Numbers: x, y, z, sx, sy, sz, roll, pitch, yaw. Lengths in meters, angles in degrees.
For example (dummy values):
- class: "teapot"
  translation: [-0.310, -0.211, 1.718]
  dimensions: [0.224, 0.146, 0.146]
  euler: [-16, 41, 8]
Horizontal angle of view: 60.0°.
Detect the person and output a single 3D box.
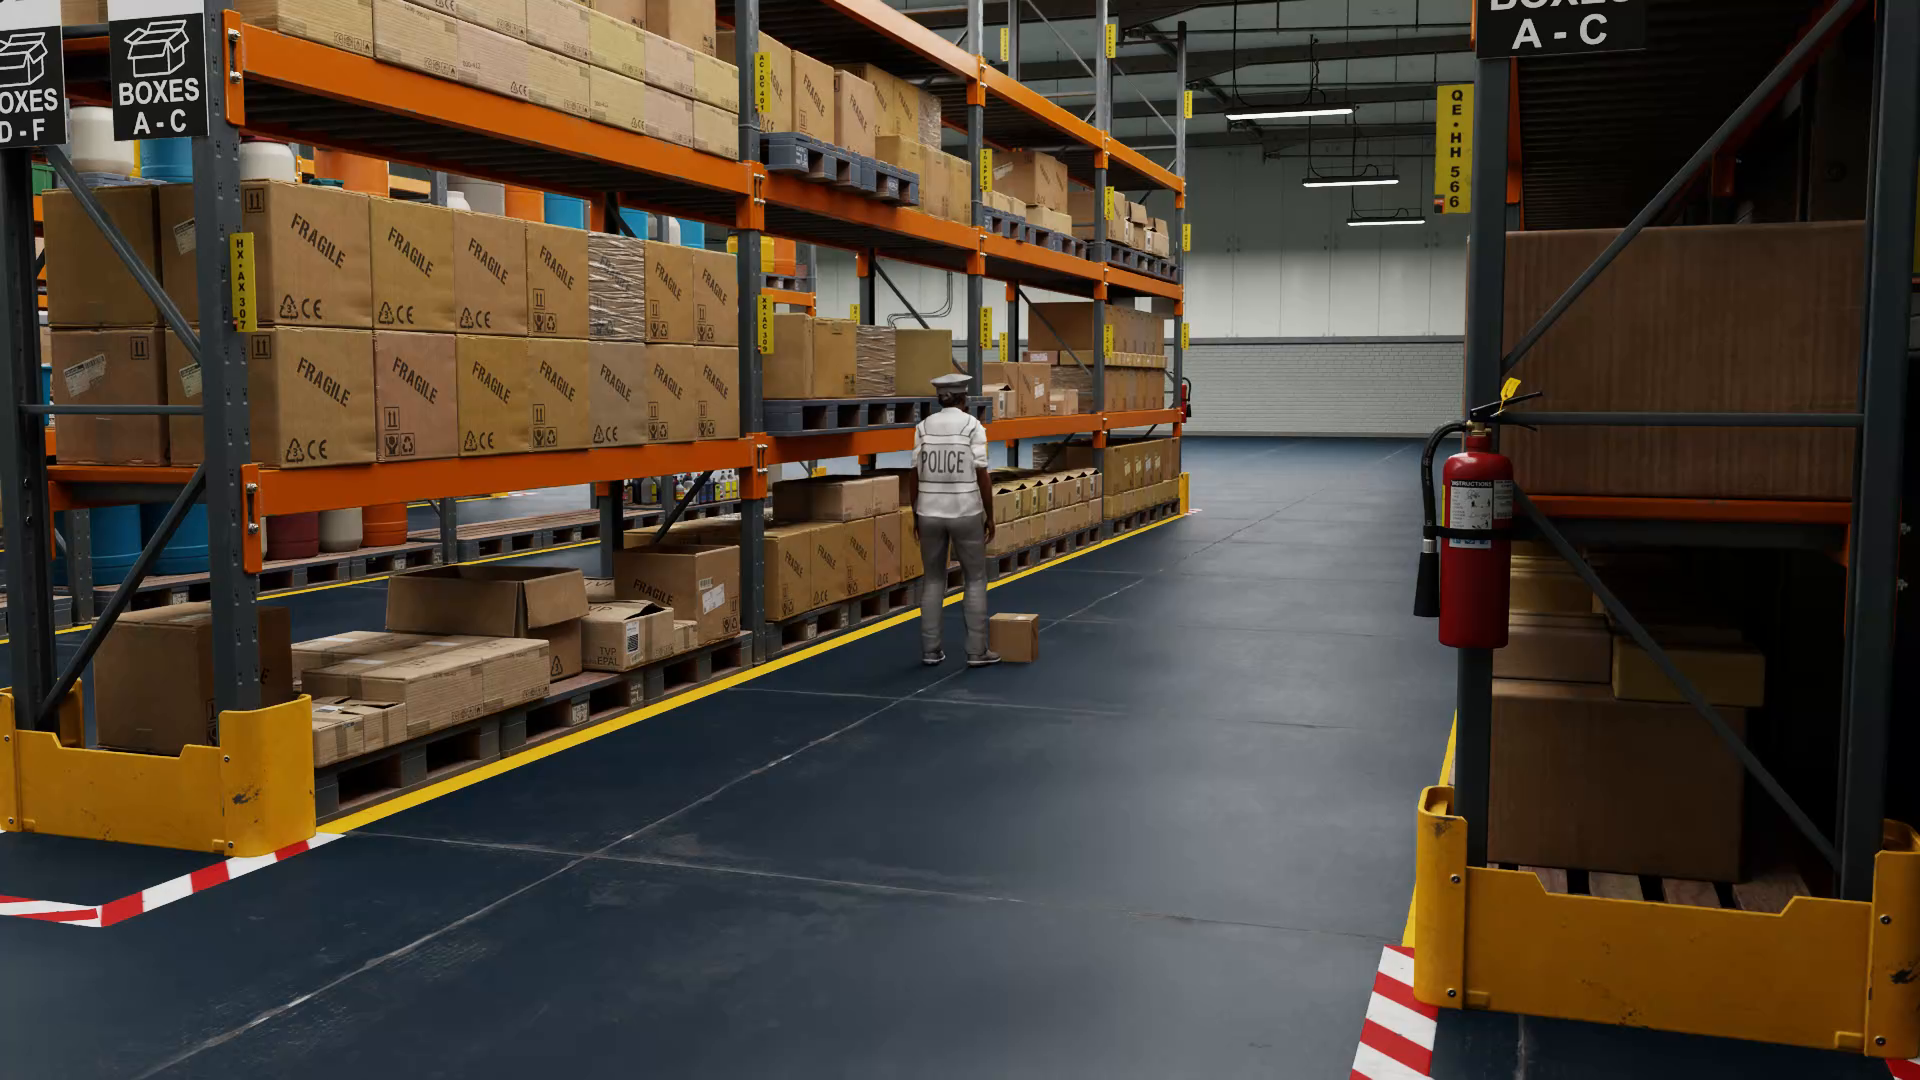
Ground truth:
- class: "person"
  translation: [-0.039, -0.115, 9.490]
  dimensions: [0.507, 1.658, 0.392]
  euler: [2, 6, 17]
